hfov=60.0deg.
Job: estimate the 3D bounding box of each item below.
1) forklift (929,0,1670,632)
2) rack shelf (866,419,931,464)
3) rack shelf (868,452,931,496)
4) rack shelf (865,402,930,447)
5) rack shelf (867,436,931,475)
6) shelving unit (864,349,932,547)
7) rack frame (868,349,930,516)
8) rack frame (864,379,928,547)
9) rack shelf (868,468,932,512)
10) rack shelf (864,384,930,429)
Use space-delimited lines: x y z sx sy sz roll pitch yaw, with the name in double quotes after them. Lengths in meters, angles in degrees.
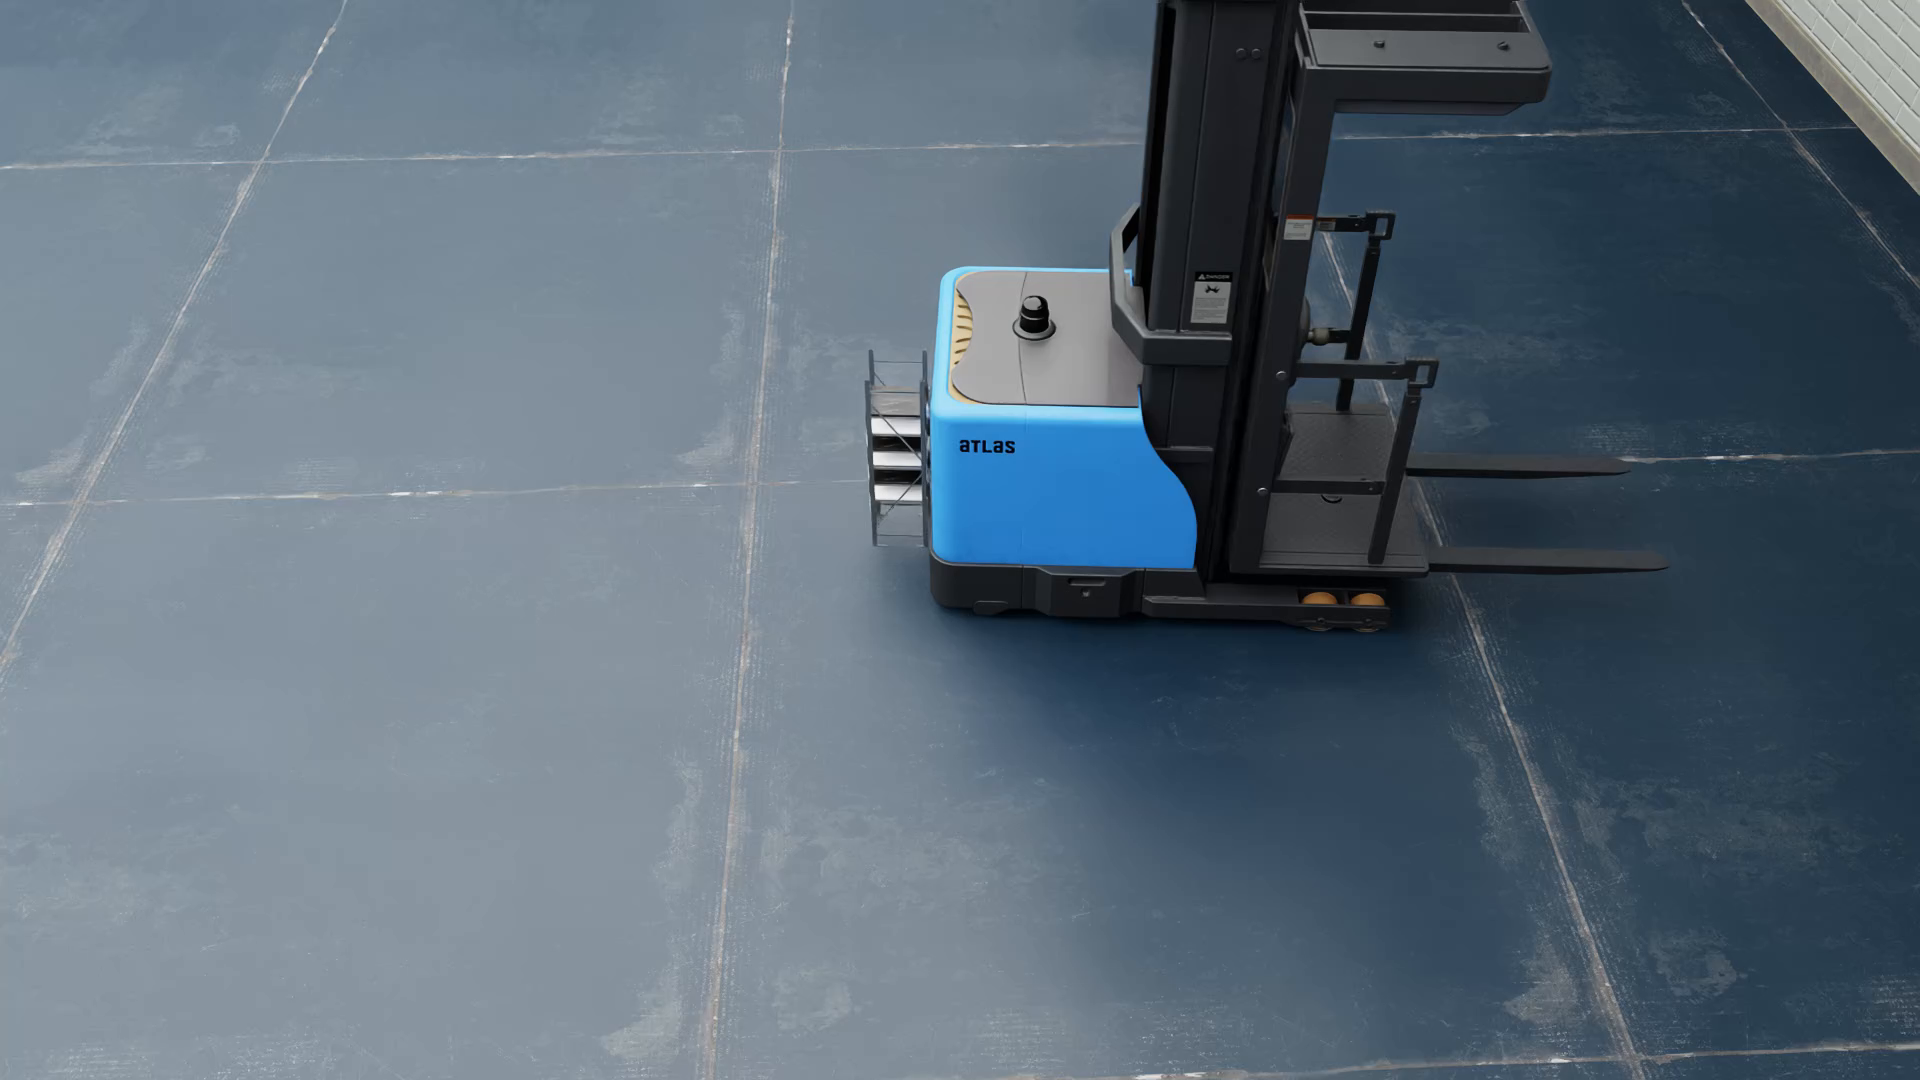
1.406 -1.070 6.248 3.031 2.935 1.130 1 43 2 "forklift"
-0.256 -0.415 6.952 0.258 0.077 0.200 1 43 2 "rack shelf"
-0.256 -0.282 7.074 0.258 0.077 0.200 1 43 2 "rack shelf"
-0.257 -0.481 6.892 0.258 0.077 0.200 1 43 2 "rack shelf"
-0.256 -0.349 7.013 0.258 0.077 0.200 1 43 2 "rack shelf"
-0.256 -0.373 6.991 0.258 0.900 0.210 1 43 2 "shelving unit"
-0.252 -0.442 7.066 0.240 0.900 0.006 1 43 2 "rack frame"
-0.260 -0.305 6.916 0.240 0.900 0.006 1 43 2 "rack frame"
-0.255 -0.216 7.135 0.258 0.077 0.200 1 43 2 "rack shelf"
-0.257 -0.548 6.831 0.258 0.077 0.200 1 43 2 "rack shelf"
